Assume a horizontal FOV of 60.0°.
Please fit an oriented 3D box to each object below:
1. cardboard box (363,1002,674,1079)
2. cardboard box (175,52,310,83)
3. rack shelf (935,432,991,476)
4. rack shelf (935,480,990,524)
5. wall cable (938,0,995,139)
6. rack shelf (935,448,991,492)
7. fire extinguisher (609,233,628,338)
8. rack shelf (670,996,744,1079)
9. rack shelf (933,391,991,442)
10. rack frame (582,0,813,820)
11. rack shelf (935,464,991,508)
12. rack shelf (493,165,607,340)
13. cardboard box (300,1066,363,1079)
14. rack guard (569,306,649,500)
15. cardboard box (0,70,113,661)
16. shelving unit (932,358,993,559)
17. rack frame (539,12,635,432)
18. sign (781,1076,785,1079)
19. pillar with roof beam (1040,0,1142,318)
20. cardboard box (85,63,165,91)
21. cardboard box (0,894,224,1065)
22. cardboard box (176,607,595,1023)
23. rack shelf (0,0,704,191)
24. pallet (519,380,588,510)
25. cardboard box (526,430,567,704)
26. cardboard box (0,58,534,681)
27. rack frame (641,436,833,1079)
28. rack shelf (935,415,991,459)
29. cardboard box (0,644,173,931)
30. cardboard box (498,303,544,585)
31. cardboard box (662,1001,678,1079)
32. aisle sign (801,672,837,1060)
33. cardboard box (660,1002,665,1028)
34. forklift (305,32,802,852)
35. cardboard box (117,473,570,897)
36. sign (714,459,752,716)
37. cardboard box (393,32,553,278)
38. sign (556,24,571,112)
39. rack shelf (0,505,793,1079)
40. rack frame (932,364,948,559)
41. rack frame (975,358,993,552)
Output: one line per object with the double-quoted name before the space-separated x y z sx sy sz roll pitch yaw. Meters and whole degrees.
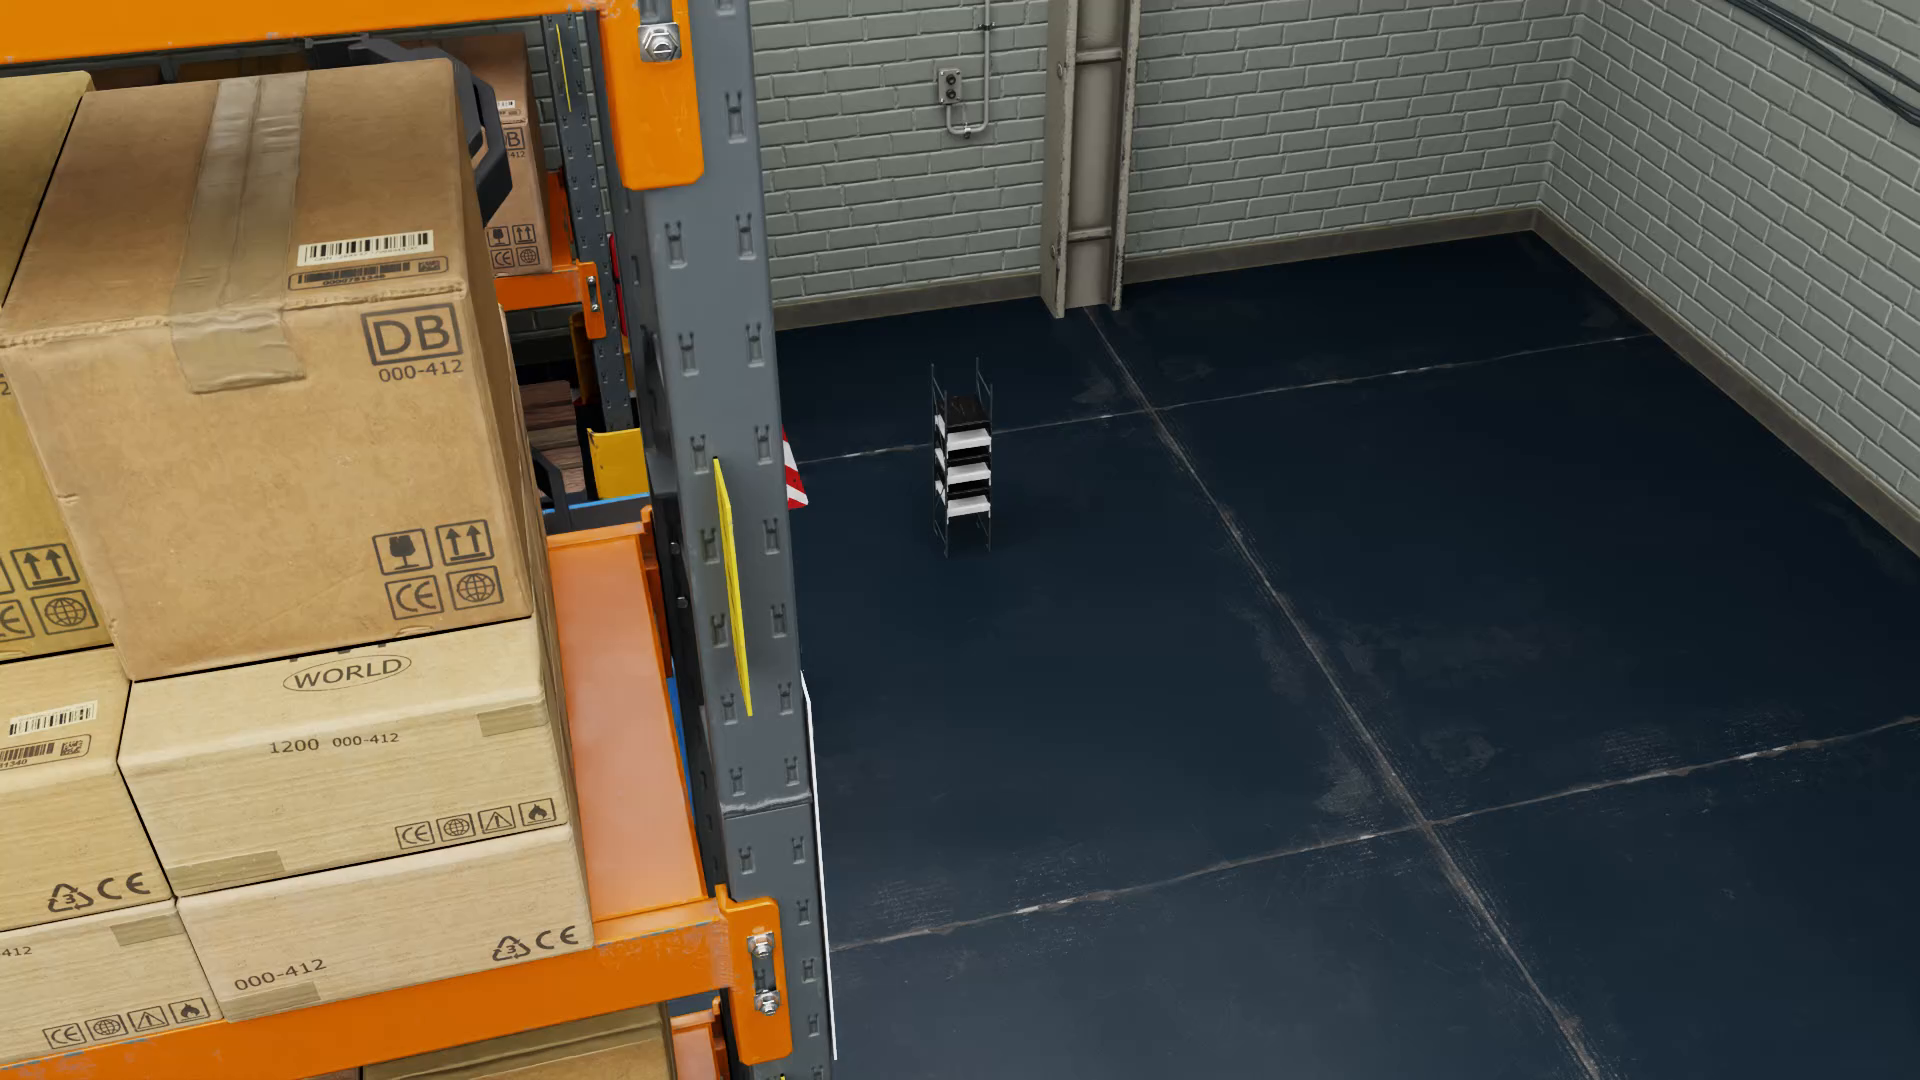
"cardboard box" -0.756 1.071 2.976 0.500 0.500 0.500 -10 38 -12
"cardboard box" -2.883 -1.539 7.047 0.700 0.700 0.980 -10 38 -12
"rack shelf" 0.008 -0.404 7.444 0.200 0.077 0.258 -9 38 -12
"rack shelf" 0.008 -0.189 7.608 0.200 0.077 0.258 -9 38 -12
"wall cable" -0.704 -2.790 8.092 1.851 1.984 0.084 -9 38 -12
"rack shelf" 0.008 -0.332 7.499 0.200 0.077 0.258 -9 38 -12
"fire extinguisher" -1.427 -1.203 7.225 0.183 0.674 0.296 -9 38 -12
"rack shelf" -2.329 1.879 3.417 4.000 0.370 1.077 -9 38 -12
"rack shelf" 0.008 -0.547 7.334 0.200 0.077 0.258 -9 38 -12
"rack frame" -0.398 -1.106 1.790 0.127 3.000 1.000 -9 38 -12
"rack shelf" 0.008 -0.261 7.553 0.200 0.077 0.258 -9 38 -12
"rack shelf" -3.624 -1.026 7.215 4.000 0.370 1.077 -9 38 -12
"cardboard box" -1.244 1.152 2.870 0.500 0.500 0.500 -8 38 -11
"rack guard" -1.670 -0.640 8.175 0.348 0.500 1.175 -9 38 -12
"cardboard box" -1.395 -0.231 2.210 0.500 0.500 0.700 -9 38 -12
"shelving unit" 0.008 -0.359 7.478 0.210 0.900 0.258 -9 38 -12
"rack frame" -1.693 -1.629 7.410 0.127 3.000 1.000 -9 38 -12
"sign" -0.273 1.020 2.735 0.005 0.325 0.100 -9 38 -12
"pillar with roof beam" 1.810 -2.421 3.509 0.400 9.000 9.100 -9 38 -12
"cardboard box" -3.621 -1.424 6.896 0.700 0.700 0.980 -11 39 -14
"cardboard box" -1.311 0.453 2.343 0.500 0.250 0.500 -9 38 -12
"cardboard box" -0.825 0.381 2.438 0.500 0.250 0.500 -9 38 -12
"rack shelf" -2.329 -0.503 1.595 4.000 0.370 1.077 -9 38 -12
"pallet" -2.445 -0.349 8.032 1.213 0.211 1.003 -9 38 -12
"cardboard box" -0.960 0.077 2.835 0.500 0.250 0.500 -9 38 -12
"cardboard box" -0.890 -0.261 2.248 0.500 0.500 0.700 -9 38 -12
"rack frame" -0.398 1.276 3.613 0.127 3.000 1.000 -9 38 -12
"rack shelf" 0.008 -0.475 7.389 0.200 0.077 0.258 -9 38 -12
"cardboard box" -1.310 0.256 2.189 0.500 0.250 0.500 -9 38 -12
"cardboard box" -0.962 -0.125 2.688 0.500 0.250 0.500 -9 38 -12
"cardboard box" -0.895 1.152 3.693 0.500 0.500 0.500 -9 38 -11
"aisle sign" -0.252 0.413 2.602 0.004 0.787 0.394 -9 38 -12
"cardboard box" -0.895 0.755 3.389 0.500 0.500 0.500 -8 38 -11
"forklift" -2.108 -0.014 5.356 3.031 2.935 1.130 -11 39 -13
"cardboard box" -0.828 0.177 2.293 0.500 0.250 0.500 -9 38 -12
"sign" -0.273 0.062 2.003 0.005 0.325 0.100 -9 38 -12
"cardboard box" -2.183 -1.661 7.206 0.700 0.700 0.980 -8 38 -10
"sign" -1.565 -1.862 6.568 0.005 0.325 0.100 -9 38 -12
"rack shelf" -2.329 0.687 2.506 4.000 0.370 1.077 -9 38 -12
"rack frame" -0.090 -0.343 7.457 0.006 0.900 0.240 -9 38 -12
"rack frame" 0.106 -0.375 7.499 0.006 0.900 0.240 -9 38 -12
